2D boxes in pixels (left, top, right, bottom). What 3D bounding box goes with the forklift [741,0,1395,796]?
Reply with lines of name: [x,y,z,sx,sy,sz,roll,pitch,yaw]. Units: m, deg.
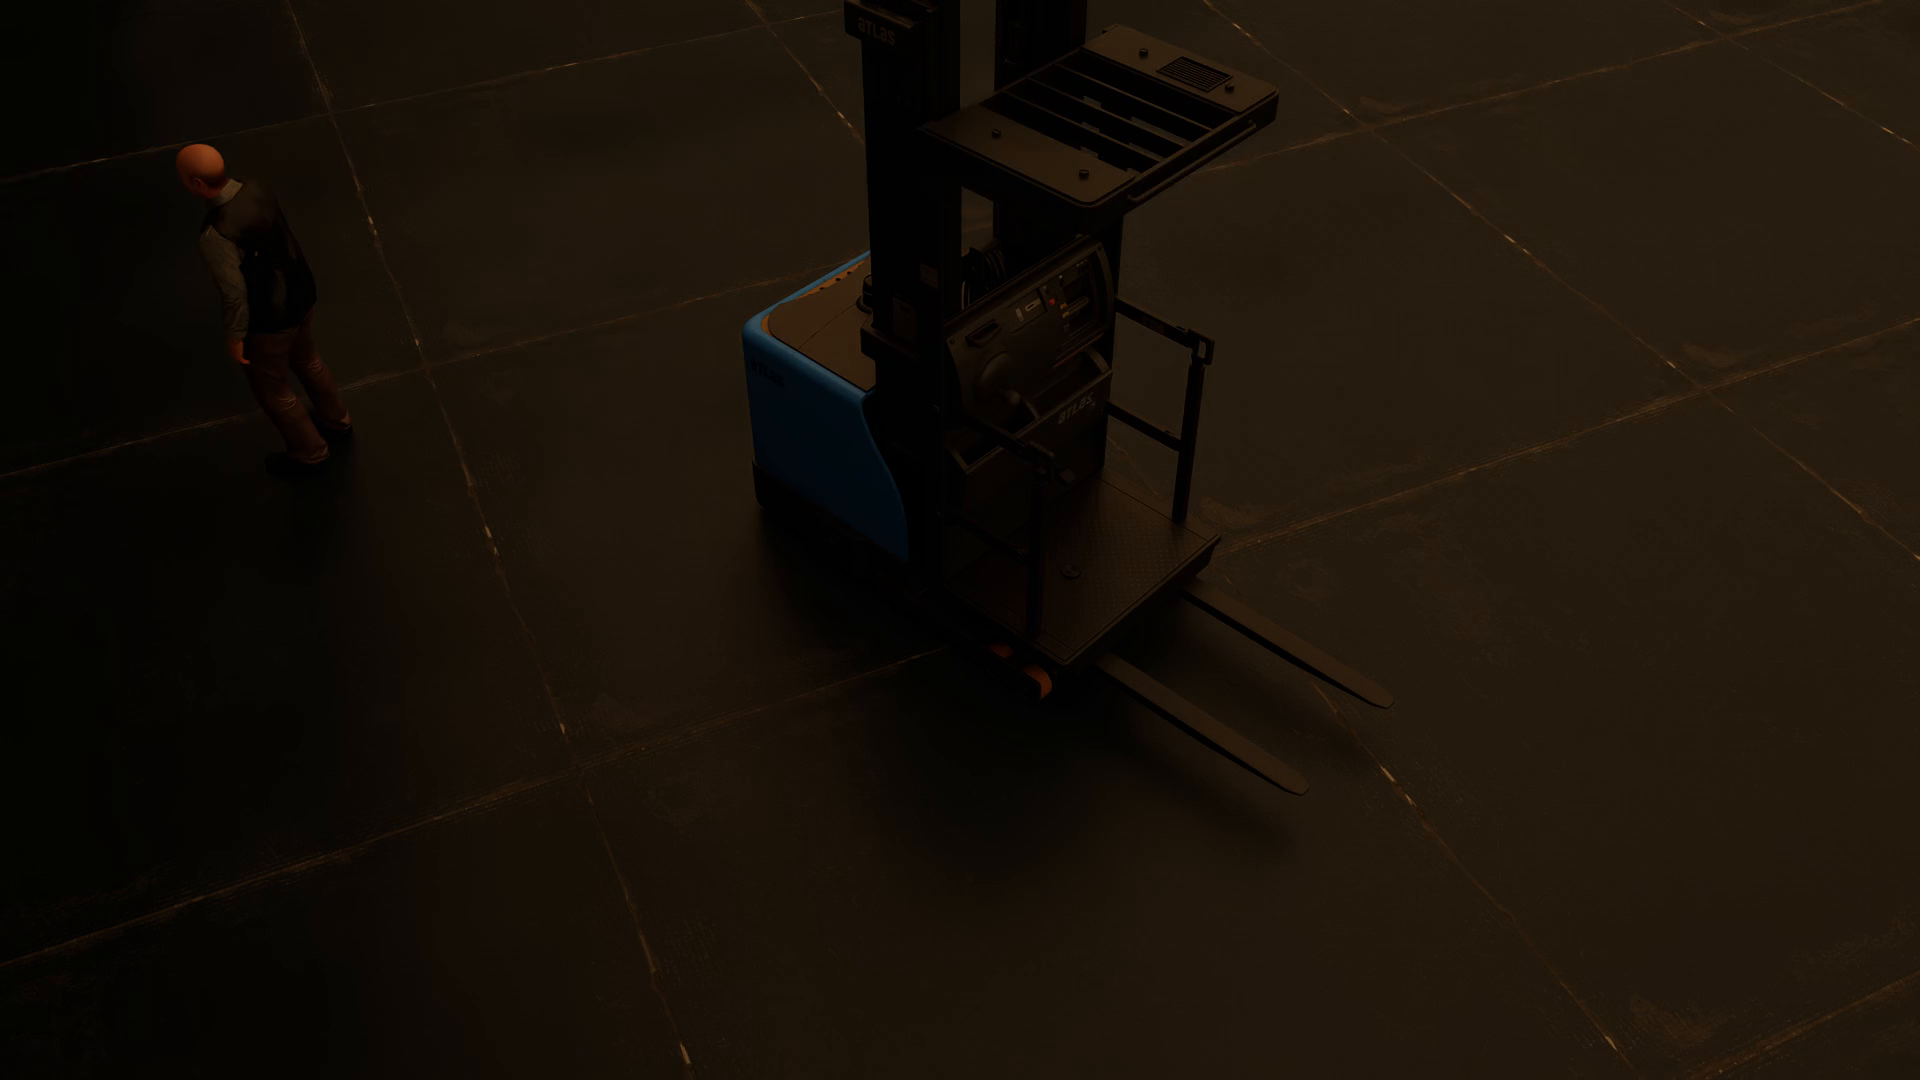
forklift: [0.445,-0.788,6.525,3.031,2.935,1.130,32,52,30]

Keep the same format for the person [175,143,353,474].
person: [-3.196,-1.062,7.705,0.414,1.721,0.589,8,44,8]
